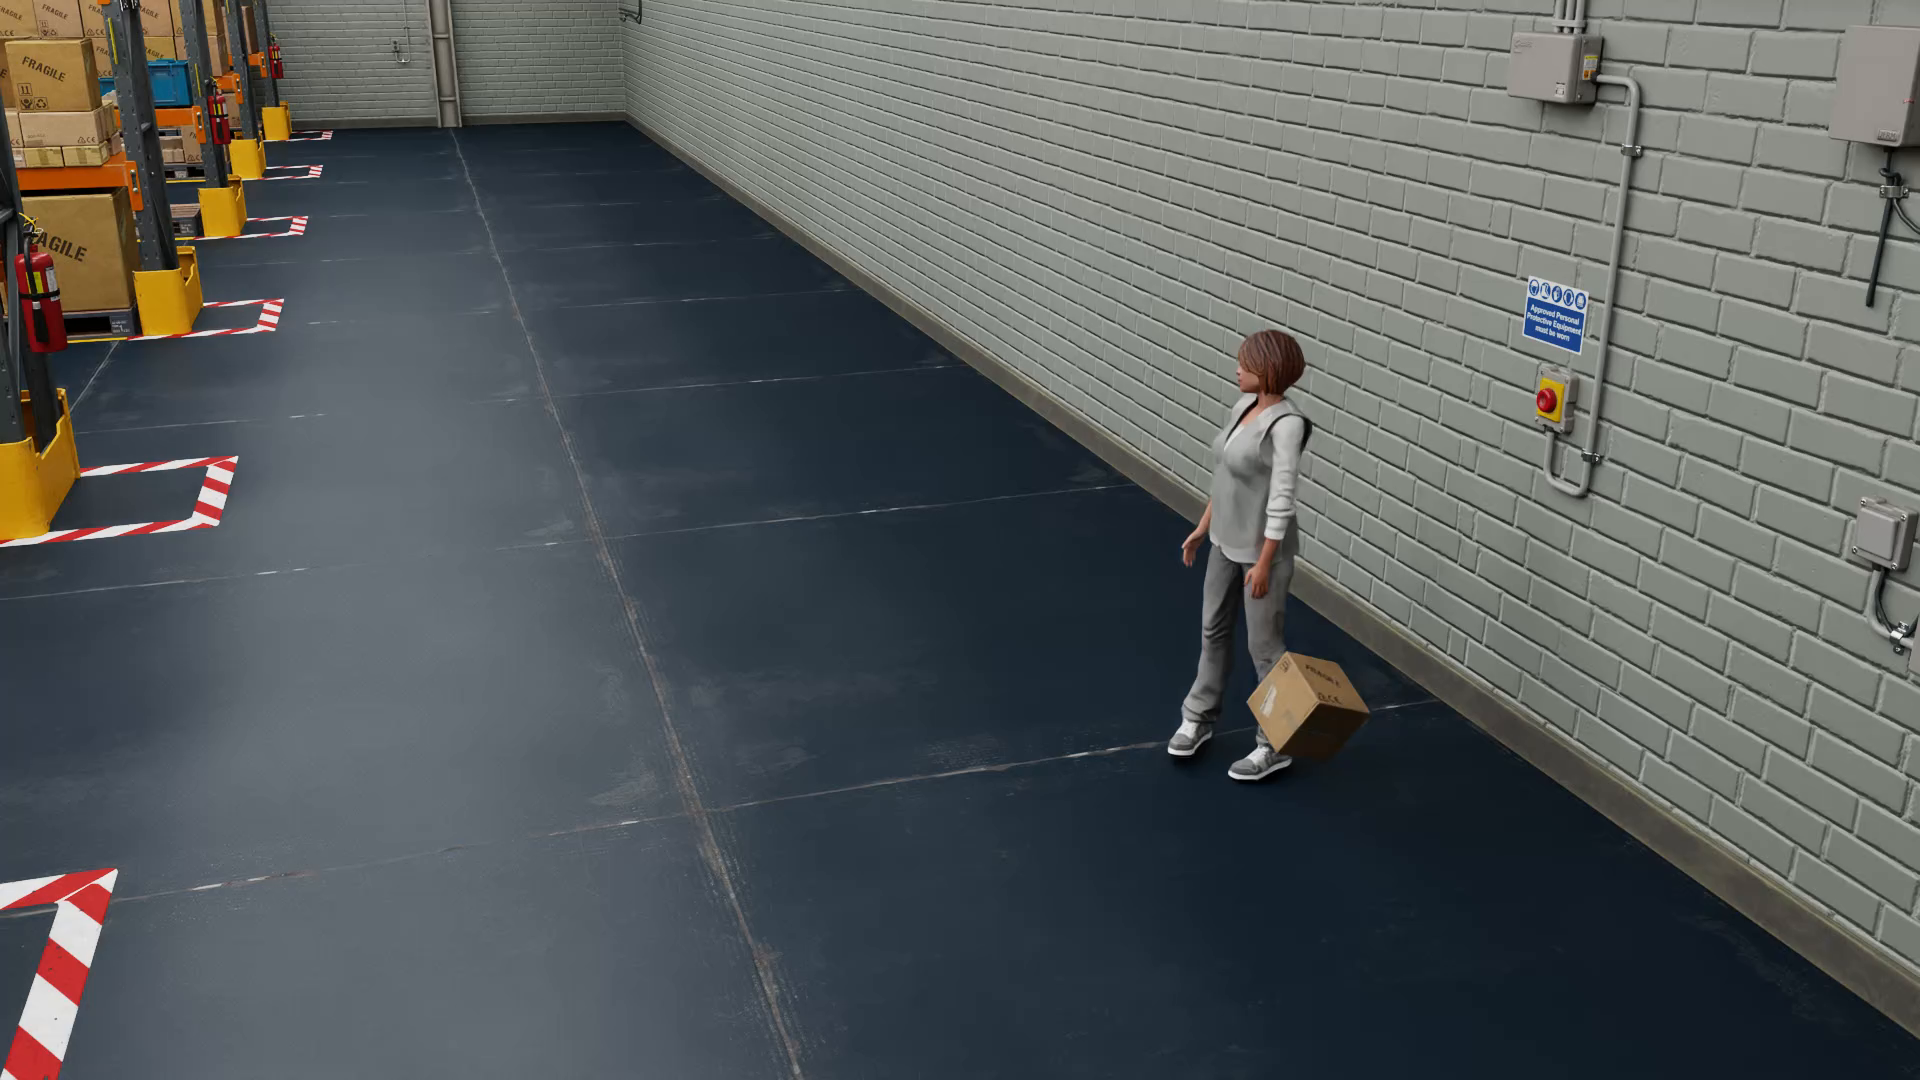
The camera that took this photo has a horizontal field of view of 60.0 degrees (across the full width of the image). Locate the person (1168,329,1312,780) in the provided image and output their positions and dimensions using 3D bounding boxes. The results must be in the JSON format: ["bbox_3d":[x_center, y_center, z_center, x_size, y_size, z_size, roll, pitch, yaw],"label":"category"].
[{"bbox_3d":[0.993,0.056,5.893,0.435,1.600,0.427,-6,20,-16],"label":"person"}]
